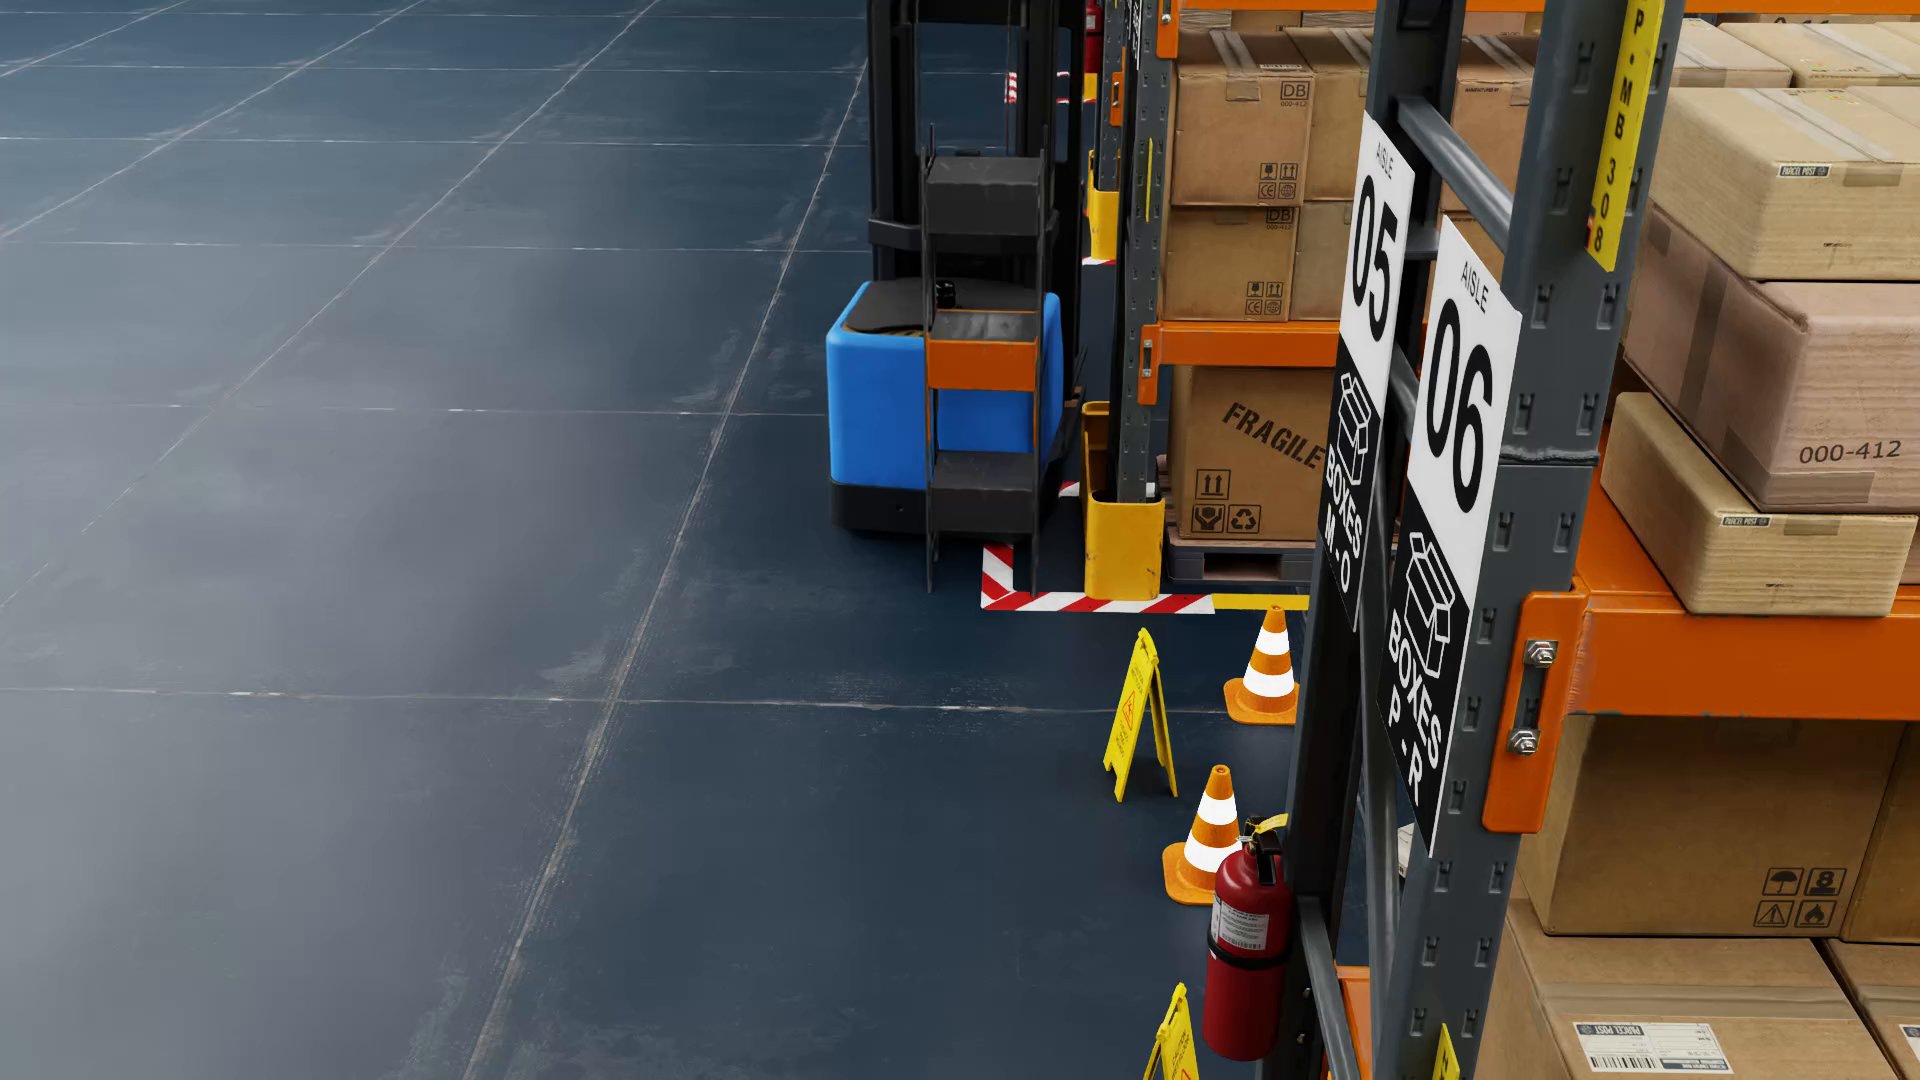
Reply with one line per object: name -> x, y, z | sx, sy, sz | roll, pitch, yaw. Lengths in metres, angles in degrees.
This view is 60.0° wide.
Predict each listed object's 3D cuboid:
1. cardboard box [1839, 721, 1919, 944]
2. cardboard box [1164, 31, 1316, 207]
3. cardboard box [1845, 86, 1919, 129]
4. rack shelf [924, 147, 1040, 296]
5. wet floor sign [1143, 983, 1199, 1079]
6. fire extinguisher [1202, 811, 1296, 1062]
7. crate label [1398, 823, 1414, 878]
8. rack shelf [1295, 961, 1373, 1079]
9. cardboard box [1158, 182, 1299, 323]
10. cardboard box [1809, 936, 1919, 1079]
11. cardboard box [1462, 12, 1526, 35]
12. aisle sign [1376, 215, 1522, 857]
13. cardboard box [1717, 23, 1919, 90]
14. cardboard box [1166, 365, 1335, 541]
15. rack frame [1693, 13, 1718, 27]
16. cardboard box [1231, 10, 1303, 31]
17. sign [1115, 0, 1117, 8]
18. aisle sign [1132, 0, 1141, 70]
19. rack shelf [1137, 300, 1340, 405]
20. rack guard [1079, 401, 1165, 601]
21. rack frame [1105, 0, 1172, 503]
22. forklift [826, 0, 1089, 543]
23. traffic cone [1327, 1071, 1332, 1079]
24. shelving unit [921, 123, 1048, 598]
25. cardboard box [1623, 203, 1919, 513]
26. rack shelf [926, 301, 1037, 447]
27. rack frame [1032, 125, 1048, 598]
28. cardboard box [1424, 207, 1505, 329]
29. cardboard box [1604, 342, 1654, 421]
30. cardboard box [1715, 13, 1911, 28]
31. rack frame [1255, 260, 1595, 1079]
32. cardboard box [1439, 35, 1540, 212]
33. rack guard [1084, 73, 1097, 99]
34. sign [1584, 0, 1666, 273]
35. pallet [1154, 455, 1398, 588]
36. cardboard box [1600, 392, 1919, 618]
cardboard box -> 1.751, 0.302, 2.986 | 0.500, 0.500, 0.700 | 1, 28, 2
cardboard box -> 1.170, -1.836, 7.199 | 0.550, 0.550, 0.875 | 1, 28, 2
cardboard box -> 1.327, -0.467, 2.143 | 0.250, 0.149, 0.380 | 1, 28, 2
rack shelf -> 0.108, -1.365, 7.116 | 0.480, 0.518, 0.431 | 2, 28, 4
wet floor sign -> 0.575, 1.538, 4.661 | 0.232, 0.644, 0.267 | 11, 30, 19
fire extinguisher -> 0.629, 0.818, 3.587 | 0.183, 0.674, 0.296 | 1, 28, 2
crate label -> 1.690, 1.128, 5.976 | 0.298, 0.136, 0.250 | -14, 31, -24
rack shelf -> 2.726, 1.352, 3.265 | 4.000, 0.370, 1.077 | 1, 28, 2
cardboard box -> 1.173, -1.399, 7.526 | 0.550, 0.550, 0.875 | 1, 28, 2
cardboard box -> 1.708, 0.970, 2.792 | 0.500, 0.500, 0.500 | 2, 28, 3
cardboard box -> 3.625, -3.769, 11.733 | 0.500, 0.500, 0.875 | 1, 28, 2
aisle sign -> 0.654, -0.003, 2.278 | 0.004, 0.787, 0.394 | 1, 28, 2
cardboard box -> 1.332, -0.676, 2.536 | 0.250, 0.149, 0.380 | 1, 28, 3
cardboard box -> 1.481, -0.584, 7.969 | 0.875, 0.875, 0.875 | 1, 28, 2
rack frame -> 5.074, -3.571, 11.784 | 0.127, 3.000, 1.000 | 1, 28, 2
cardboard box -> 2.129, -3.839, 11.865 | 0.500, 0.500, 0.875 | 1, 28, 2
sign -> 1.058, -3.766, 11.227 | 0.005, 0.325, 0.100 | 1, 28, 2
aisle sign -> 0.719, -2.327, 6.661 | 0.004, 0.787, 0.394 | 1, 28, 2
rack shelf -> 2.799, -0.966, 7.639 | 4.000, 0.370, 1.077 | 1, 28, 2
rack guard -> 0.777, -0.213, 8.119 | 0.348, 0.500, 1.175 | 1, 28, 2
rack frame -> 0.801, -1.317, 7.532 | 0.127, 3.000, 1.000 | 1, 28, 2
forklift -> 0.125, -1.950, 8.800 | 1.130, 2.935, 3.031 | 5, 28, 9
traffic cone -> 1.202, 1.525, 4.878 | 0.334, 0.463, 0.336 | 1, 28, 2
shelving unit -> 0.111, -0.759, 7.437 | 0.503, 2.100, 0.431 | 2, 28, 4
cardboard box -> 1.220, -0.256, 2.170 | 0.500, 0.250, 0.500 | 0, 28, 1
rack shelf -> 0.111, -0.747, 7.444 | 0.480, 0.518, 0.431 | 2, 28, 4
rack frame -> 0.354, -0.750, 7.418 | 0.015, 2.100, 0.400 | 2, 28, 4
cardboard box -> 2.279, -1.332, 7.399 | 0.550, 0.550, 0.875 | 1, 28, 2
cardboard box -> 1.093, -0.338, 2.751 | 0.250, 0.149, 0.380 | 1, 28, 2
cardboard box -> 5.863, -3.943, 11.397 | 1.000, 1.000, 1.000 | 1, 28, 2
rack frame -> 0.727, 1.001, 3.158 | 0.127, 3.000, 1.000 | 1, 28, 2
cardboard box -> 2.278, -1.798, 7.125 | 0.550, 0.550, 0.875 | 1, 28, 2
rack guard -> 1.329, -4.872, 16.907 | 0.348, 0.500, 1.175 | 1, 28, 2
sign -> 0.708, -0.456, 1.772 | 0.005, 0.325, 0.100 | 1, 28, 2
pallet -> 1.603, -0.109, 8.230 | 1.213, 0.211, 1.003 | 1, 28, 2
cardboard box -> 1.047, -0.056, 2.218 | 0.250, 0.149, 0.380 | 1, 28, 2
